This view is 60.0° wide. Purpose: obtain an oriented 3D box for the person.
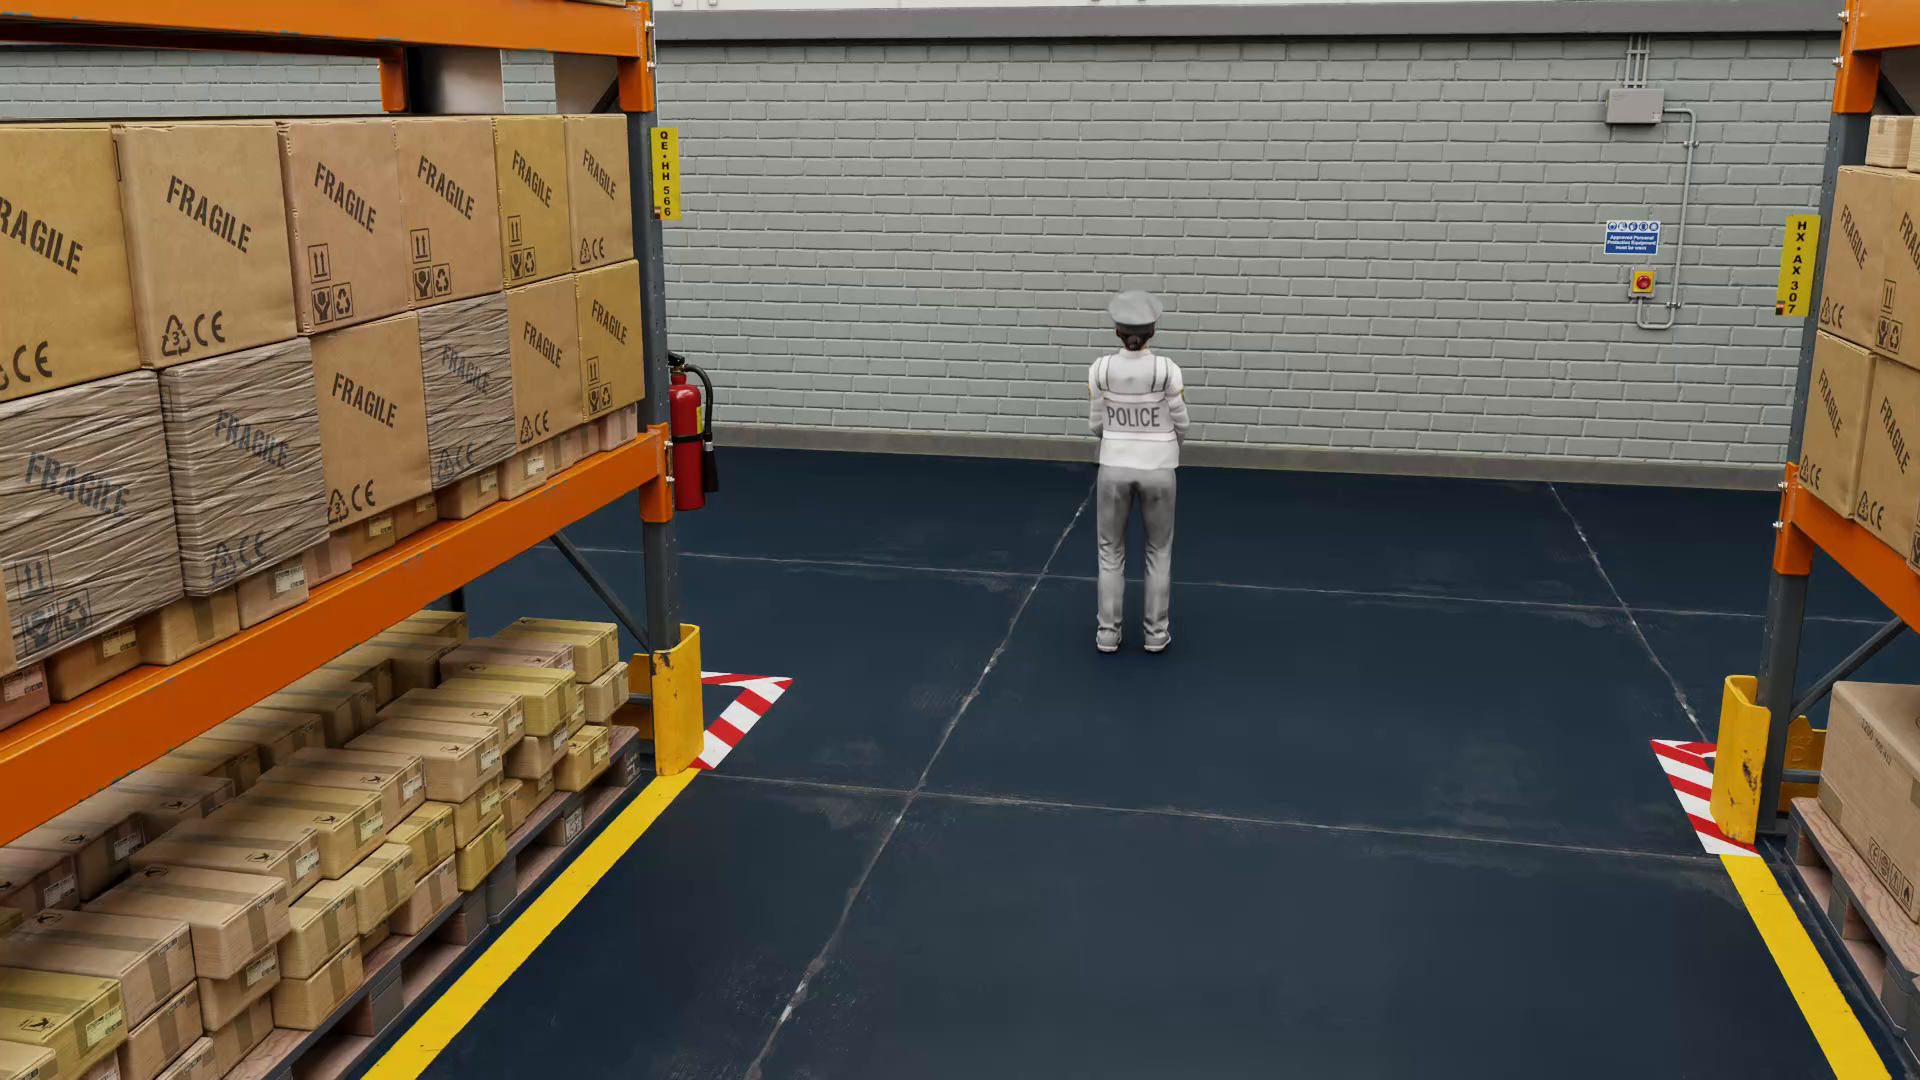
[{"bbox_3d":[0.819,-0.318,7.667,0.460,1.686,0.564,3,15,12],"label":"person"}]
